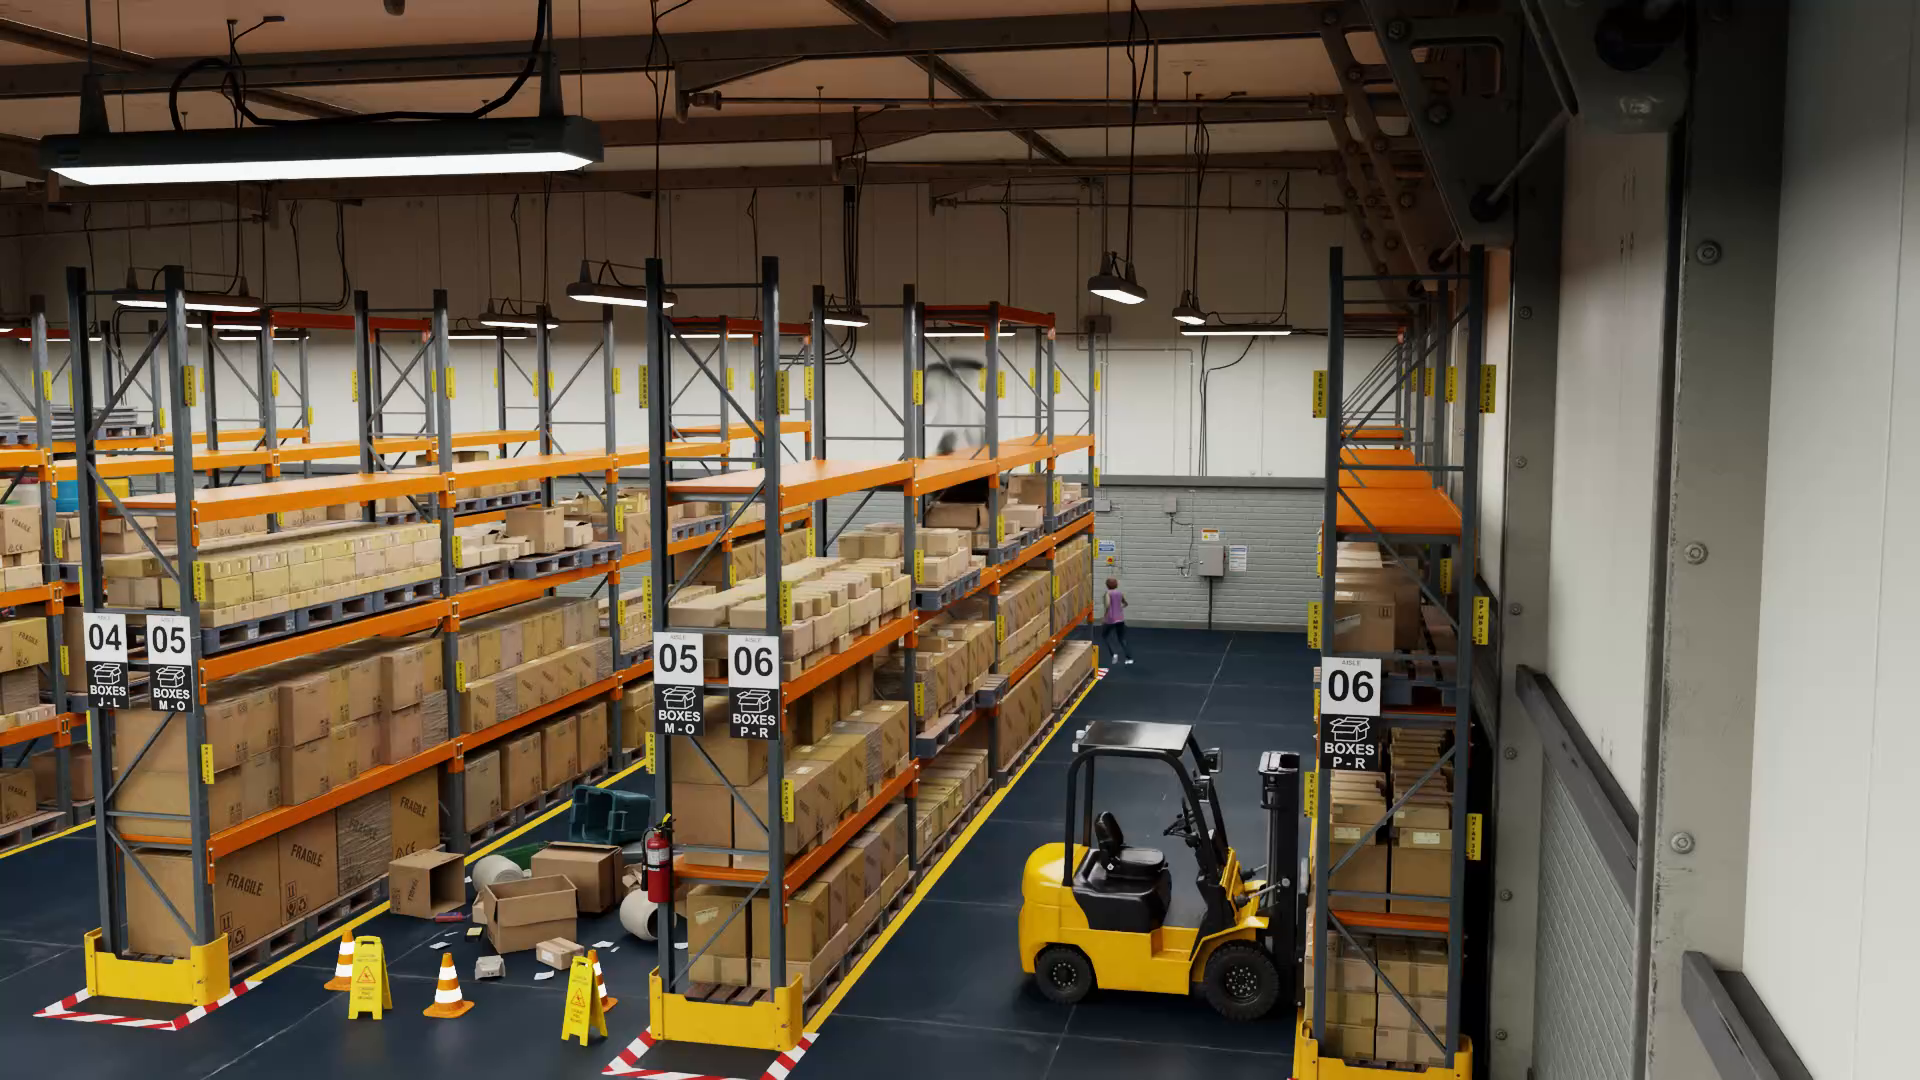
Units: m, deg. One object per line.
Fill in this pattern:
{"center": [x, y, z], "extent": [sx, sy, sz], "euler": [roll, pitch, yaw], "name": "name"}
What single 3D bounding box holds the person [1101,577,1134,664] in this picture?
{"center": [2.697, 1.486, 29.225], "extent": [0.602, 1.479, 0.606], "euler": [-3, 7, -30], "name": "person"}
